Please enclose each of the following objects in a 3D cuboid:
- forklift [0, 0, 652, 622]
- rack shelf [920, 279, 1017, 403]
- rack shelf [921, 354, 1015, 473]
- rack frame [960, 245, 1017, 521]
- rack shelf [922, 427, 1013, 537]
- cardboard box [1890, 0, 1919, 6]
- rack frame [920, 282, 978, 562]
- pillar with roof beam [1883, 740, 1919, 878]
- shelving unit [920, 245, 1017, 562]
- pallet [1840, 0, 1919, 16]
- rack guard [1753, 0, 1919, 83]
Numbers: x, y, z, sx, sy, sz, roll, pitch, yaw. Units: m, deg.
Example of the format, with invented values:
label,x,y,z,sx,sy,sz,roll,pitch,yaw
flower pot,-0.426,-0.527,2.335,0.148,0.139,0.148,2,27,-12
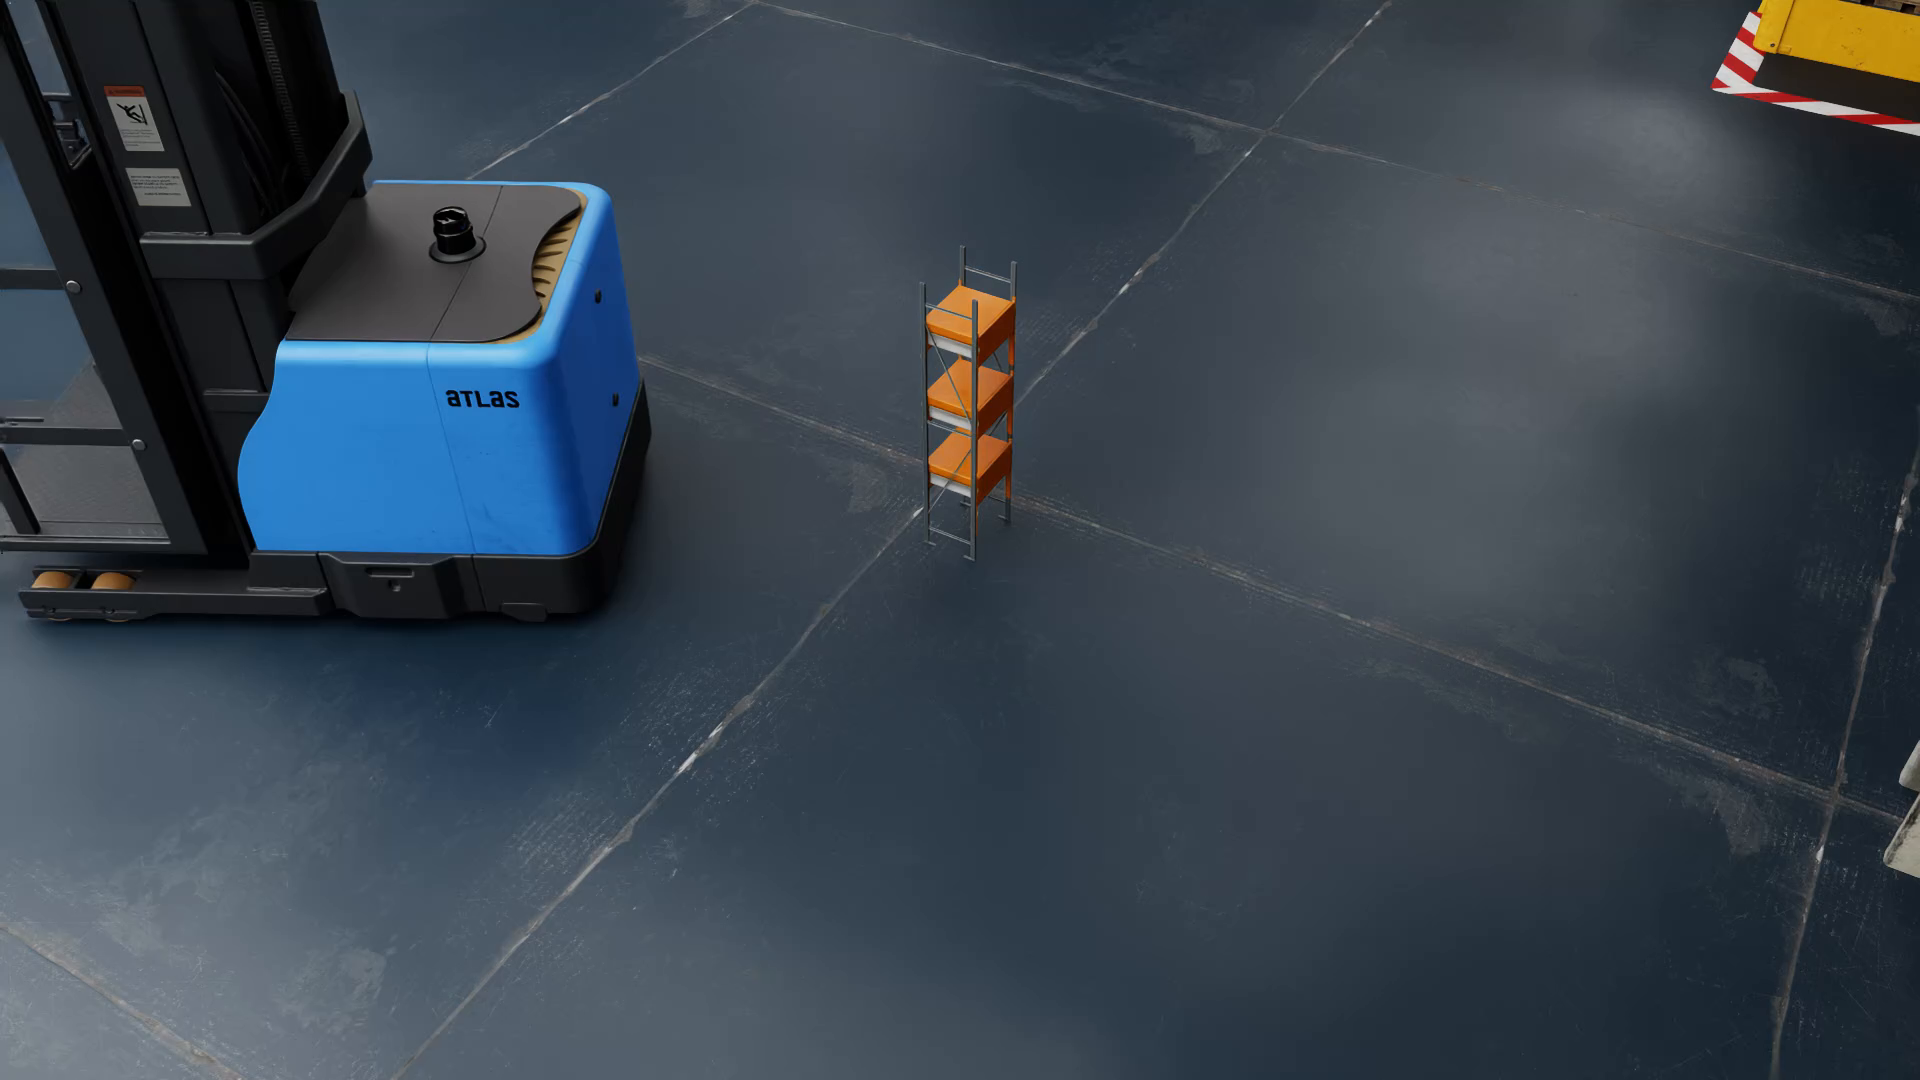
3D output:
label,x,y,z,sx,sy,sz,roll,pitch,yaw
forklift,-2.653,-1.180,4.872,3.031,2.935,1.130,1,41,1
rack shelf,0.027,-0.630,5.257,0.215,0.259,0.240,21,45,22
rack shelf,0.027,-0.417,5.445,0.215,0.259,0.240,21,45,22
rack frame,0.088,-0.494,5.517,0.200,1.050,0.008,21,45,22
rack shelf,0.027,-0.208,5.628,0.215,0.259,0.240,21,45,22
cardboard box,5.135,-2.946,8.588,0.500,0.250,0.500,21,46,22
rack frame,-0.034,-0.355,5.359,0.200,1.050,0.008,21,45,22
pillar with roof beam,-0.881,-3.946,3.422,9.100,9.000,0.400,21,45,22
shelving unit,0.027,-0.425,5.438,0.215,1.050,0.252,21,45,22
pallet,5.066,-3.009,9.007,1.003,0.211,1.213,21,45,22
rack guard,4.708,-2.652,8.383,1.175,0.500,0.348,21,45,22
